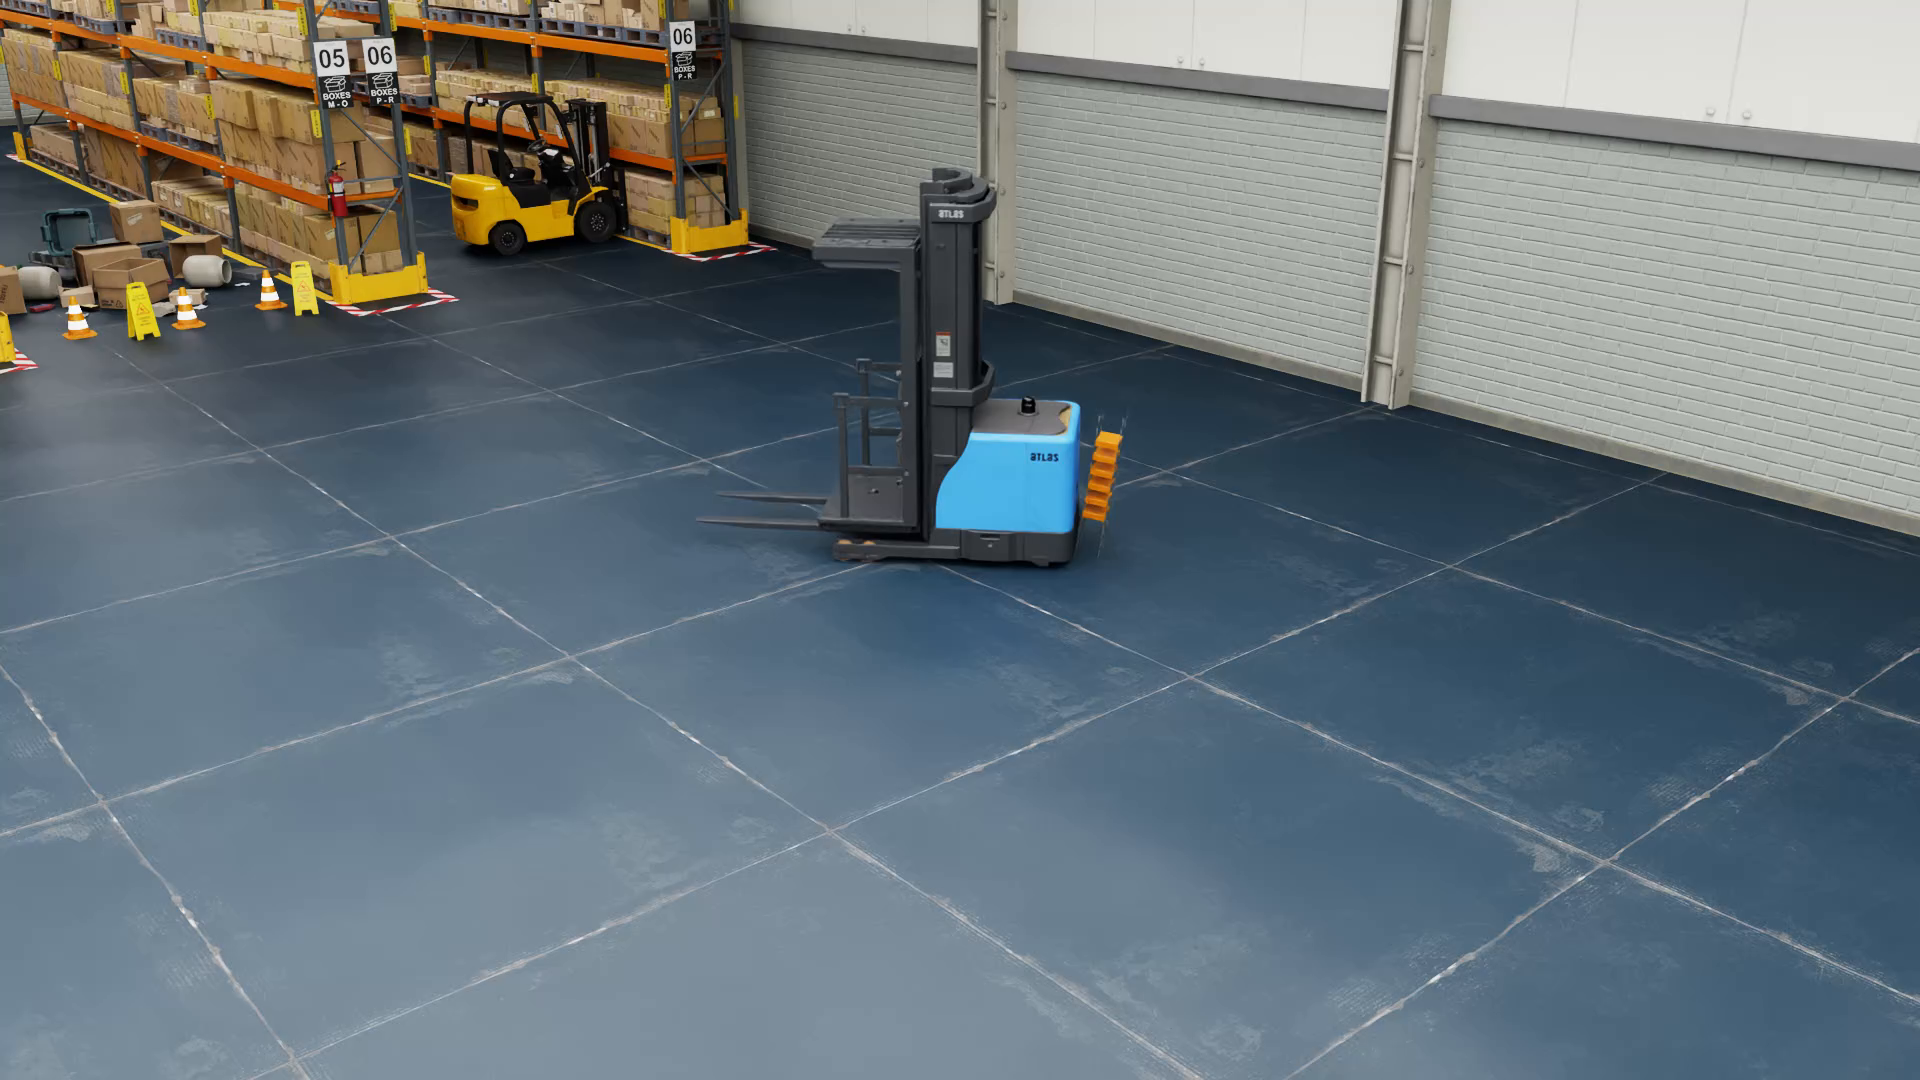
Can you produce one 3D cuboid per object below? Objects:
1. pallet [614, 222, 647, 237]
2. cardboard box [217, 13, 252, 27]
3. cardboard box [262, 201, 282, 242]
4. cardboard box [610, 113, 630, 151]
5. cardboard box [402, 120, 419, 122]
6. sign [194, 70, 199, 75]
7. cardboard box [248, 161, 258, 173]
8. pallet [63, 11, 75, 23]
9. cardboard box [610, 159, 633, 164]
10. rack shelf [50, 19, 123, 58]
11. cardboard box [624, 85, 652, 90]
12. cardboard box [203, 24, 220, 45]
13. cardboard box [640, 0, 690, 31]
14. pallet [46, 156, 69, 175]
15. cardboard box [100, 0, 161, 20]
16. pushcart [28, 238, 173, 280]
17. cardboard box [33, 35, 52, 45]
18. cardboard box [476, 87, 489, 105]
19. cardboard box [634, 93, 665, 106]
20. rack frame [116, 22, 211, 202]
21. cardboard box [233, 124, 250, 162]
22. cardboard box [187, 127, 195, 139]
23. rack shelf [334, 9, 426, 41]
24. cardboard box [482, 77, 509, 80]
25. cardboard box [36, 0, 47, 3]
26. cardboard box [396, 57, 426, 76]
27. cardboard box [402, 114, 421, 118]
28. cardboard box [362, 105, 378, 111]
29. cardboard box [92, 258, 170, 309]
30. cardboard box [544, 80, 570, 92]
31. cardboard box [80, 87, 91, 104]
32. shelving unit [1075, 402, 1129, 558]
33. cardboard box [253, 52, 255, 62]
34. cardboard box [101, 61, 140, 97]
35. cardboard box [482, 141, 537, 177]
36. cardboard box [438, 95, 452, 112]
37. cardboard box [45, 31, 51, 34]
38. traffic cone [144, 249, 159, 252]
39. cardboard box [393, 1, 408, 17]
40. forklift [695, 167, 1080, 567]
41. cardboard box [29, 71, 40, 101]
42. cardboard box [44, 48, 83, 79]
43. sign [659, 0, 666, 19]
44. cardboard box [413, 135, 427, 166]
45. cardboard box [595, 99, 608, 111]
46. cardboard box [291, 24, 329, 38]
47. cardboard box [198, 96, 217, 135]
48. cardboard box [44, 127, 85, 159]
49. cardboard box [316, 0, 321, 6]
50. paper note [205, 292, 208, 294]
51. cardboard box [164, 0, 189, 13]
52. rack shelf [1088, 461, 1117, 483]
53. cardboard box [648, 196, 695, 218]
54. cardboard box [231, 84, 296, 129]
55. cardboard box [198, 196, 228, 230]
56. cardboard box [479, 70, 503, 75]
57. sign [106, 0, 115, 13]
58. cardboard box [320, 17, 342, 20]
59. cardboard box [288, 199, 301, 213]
[{"bbox_3d":[-5.012,-4.959,25.856,1.003,0.211,1.213,-17,27,-37],"label":"pallet"},{"bbox_3d":[-9.742,-6.988,22.351,0.380,0.149,0.250,-19,28,-39],"label":"cardboard box"},{"bbox_3d":[-9.182,-4.390,22.746,0.500,0.500,0.500,-16,26,-35],"label":"cardboard box"},{"bbox_3d":[-4.876,-6.126,24.876,0.500,0.500,0.500,-18,28,-38],"label":"cardboard box"},{"bbox_3d":[-10.391,-7.793,31.229,0.380,0.149,0.250,-17,27,-37],"label":"cardboard box"},{"bbox_3d":[-12.264,-7.381,26.737,0.100,0.325,0.005,-17,27,-37],"label":"sign"},{"bbox_3d":[-9.560,-5.161,22.893,0.380,0.149,0.250,-16,27,-36],"label":"cardboard box"},{"bbox_3d":[-14.644,-8.918,28.290,0.805,0.209,1.217,-19,28,-39],"label":"pallet"},{"bbox_3d":[-5.170,-5.836,26.095,0.500,0.250,0.500,-17,27,-37],"label":"cardboard box"},{"bbox_3d":[-13.974,-8.361,27.592,1.077,0.370,4.000,-17,27,-37],"label":"rack shelf"},{"bbox_3d":[-4.910,-6.856,25.442,0.380,0.149,0.250,-16,27,-36],"label":"cardboard box"},{"bbox_3d":[-9.978,-6.920,22.725,0.500,0.250,0.500,-18,28,-39],"label":"cardboard box"},{"bbox_3d":[-4.163,-7.469,23.478,0.500,0.500,0.500,-16,27,-36],"label":"cardboard box"},{"bbox_3d":[-16.518,-7.120,31.372,1.003,0.211,1.213,-17,27,-37],"label":"pallet"},{"bbox_3d":[-13.029,-8.456,26.129,0.797,0.503,0.637,-20,29,-41],"label":"cardboard box"},{"bbox_3d":[-11.753,-3.864,22.833,0.936,0.377,1.648,12,24,27],"label":"pushcart"},{"bbox_3d":[-16.509,-9.044,30.064,0.380,0.149,0.250,-18,28,-39],"label":"cardboard box"},{"bbox_3d":[-7.800,-7.489,28.012,0.500,0.250,0.500,-17,27,-37],"label":"cardboard box"},{"bbox_3d":[-4.565,-6.468,24.451,0.380,0.149,0.250,-17,27,-37],"label":"cardboard box"},{"bbox_3d":[-12.669,-6.747,26.597,1.000,3.000,0.127,-17,27,-37],"label":"rack frame"},{"bbox_3d":[-9.637,-5.506,22.883,0.500,0.500,0.500,-18,27,-38],"label":"cardboard box"},{"bbox_3d":[-11.126,-6.006,24.474,0.380,0.149,0.250,-17,27,-37],"label":"cardboard box"},{"bbox_3d":[-10.217,-9.544,30.612,1.077,0.370,4.000,-17,27,-37],"label":"rack shelf"},{"bbox_3d":[-7.833,-7.717,28.048,0.380,0.149,0.250,-17,27,-37],"label":"cardboard box"},{"bbox_3d":[-15.939,-9.529,29.057,0.396,0.266,0.258,-16,27,-36],"label":"cardboard box"},{"bbox_3d":[-10.117,-8.580,30.560,0.797,0.503,0.637,-18,28,-39],"label":"cardboard box"},{"bbox_3d":[-10.535,-8.134,32.102,0.380,0.149,0.250,-19,28,-40],"label":"cardboard box"},{"bbox_3d":[-11.444,-8.359,32.267,0.380,0.149,0.250,-18,28,-38],"label":"cardboard box"},{"bbox_3d":[-10.511,-3.257,21.110,0.637,0.503,0.797,3,22,9],"label":"cardboard box"},{"bbox_3d":[-6.317,-7.153,26.199,0.380,0.149,0.250,-17,27,-36],"label":"cardboard box"},{"bbox_3d":[-14.536,-7.543,28.150,0.500,0.250,0.500,-17,27,-37],"label":"cardboard box"},{"bbox_3d":[1.109,-0.463,12.999,0.189,1.200,0.258,13,23,10],"label":"shelving unit"},{"bbox_3d":[-9.033,-6.350,21.815,0.380,0.149,0.250,-17,27,-37],"label":"cardboard box"},{"bbox_3d":[-13.546,-7.479,26.959,0.500,0.500,0.500,-17,27,-37],"label":"cardboard box"},{"bbox_3d":[-7.642,-6.479,28.594,0.875,0.625,0.625,-19,28,-40],"label":"cardboard box"},{"bbox_3d":[-8.807,-7.679,29.183,0.500,0.250,0.500,-17,27,-37],"label":"cardboard box"},{"bbox_3d":[-16.839,-9.436,31.064,0.380,0.149,0.250,-18,28,-38],"label":"cardboard box"},{"bbox_3d":[-11.928,-4.470,24.262,0.336,0.463,0.334,-17,27,-37],"label":"traffic cone"},{"bbox_3d":[-9.759,-9.479,29.666,0.500,0.250,0.500,-17,27,-37],"label":"cardboard box"},{"bbox_3d":[-0.576,-1.375,12.976,3.031,2.935,1.130,2,22,6],"label":"forklift"},{"bbox_3d":[-16.786,-8.391,30.656,0.500,0.500,0.500,-16,27,-36],"label":"cardboard box"},{"bbox_3d":[-15.797,-8.429,29.383,0.500,0.500,0.500,-18,28,-38],"label":"cardboard box"},{"bbox_3d":[-4.109,-7.366,22.959,0.100,0.325,0.005,-17,27,-37],"label":"sign"},{"bbox_3d":[-9.669,-7.168,30.523,0.500,0.500,0.500,-18,28,-38],"label":"cardboard box"},{"bbox_3d":[-5.297,-6.590,25.171,0.380,0.149,0.250,-18,28,-38],"label":"cardboard box"},{"bbox_3d":[-8.031,-6.291,20.572,0.380,0.149,0.250,-17,27,-37],"label":"cardboard box"},{"bbox_3d":[-10.533,-6.095,23.813,0.500,0.500,0.500,-18,28,-38],"label":"cardboard box"},{"bbox_3d":[-16.781,-7.550,31.586,0.875,0.438,0.875,-17,27,-36],"label":"cardboard box"},{"bbox_3d":[-12.307,-10.488,32.380,0.380,0.149,0.250,-16,27,-36],"label":"cardboard box"},{"bbox_3d":[-9.829,-3.214,21.677,0.032,0.001,0.123,-17,27,-37],"label":"paper note"},{"bbox_3d":[-11.216,-7.804,24.126,0.500,0.250,0.500,-17,27,-37],"label":"cardboard box"},{"bbox_3d":[1.119,-0.531,12.969,0.180,0.103,0.258,13,23,10],"label":"rack shelf"},{"bbox_3d":[-4.244,-4.927,24.461,0.500,0.250,0.500,-18,28,-38],"label":"cardboard box"},{"bbox_3d":[-9.311,-5.828,22.334,0.700,0.500,0.500,-18,28,-39],"label":"cardboard box"},{"bbox_3d":[-10.874,-4.956,25.052,0.950,0.372,0.625,-15,26,-34],"label":"cardboard box"},{"bbox_3d":[-8.167,-8.105,29.037,0.380,0.149,0.250,-17,27,-37],"label":"cardboard box"},{"bbox_3d":[-13.095,-8.291,25.610,0.100,0.325,0.005,-17,27,-37],"label":"sign"},{"bbox_3d":[-8.268,-6.708,21.637,0.380,0.149,0.250,-17,27,-36],"label":"cardboard box"},{"bbox_3d":[-8.620,-4.418,21.928,0.380,0.149,0.250,-17,27,-37],"label":"cardboard box"}]
